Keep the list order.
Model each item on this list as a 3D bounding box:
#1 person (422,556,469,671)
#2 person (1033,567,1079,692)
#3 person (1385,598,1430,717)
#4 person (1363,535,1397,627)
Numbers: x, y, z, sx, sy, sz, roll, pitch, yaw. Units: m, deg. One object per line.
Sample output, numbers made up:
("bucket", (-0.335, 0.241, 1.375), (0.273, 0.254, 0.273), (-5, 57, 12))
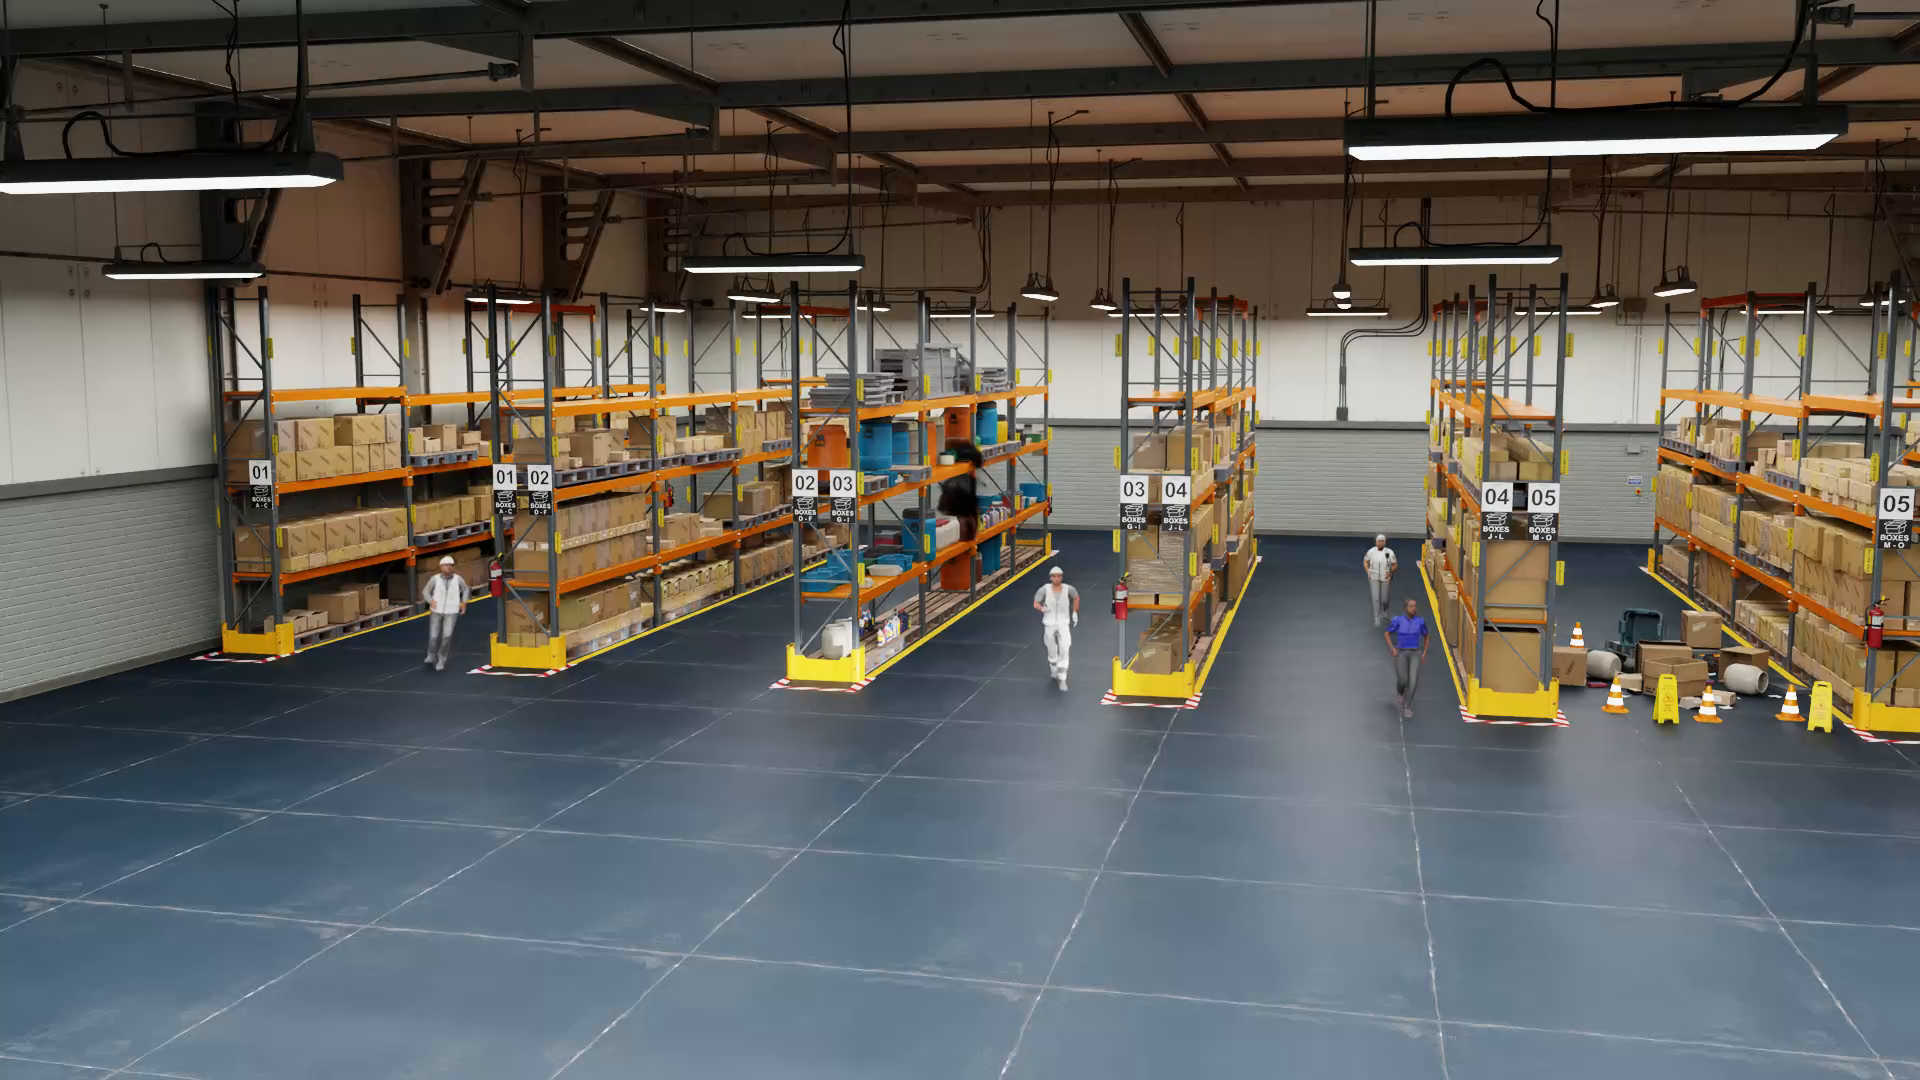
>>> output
("person", (-8.100, 1.145, 26.173), (0.730, 1.793, 0.696), (-2, 7, -14))
("person", (1.429, 1.285, 24.728), (0.682, 1.811, 0.937), (0, 7, 4))
("person", (6.133, 1.610, 22.775), (0.607, 1.609, 0.508), (1, 7, 5))
("person", (7.646, 0.721, 30.306), (0.614, 1.651, 0.672), (2, 7, 17))
